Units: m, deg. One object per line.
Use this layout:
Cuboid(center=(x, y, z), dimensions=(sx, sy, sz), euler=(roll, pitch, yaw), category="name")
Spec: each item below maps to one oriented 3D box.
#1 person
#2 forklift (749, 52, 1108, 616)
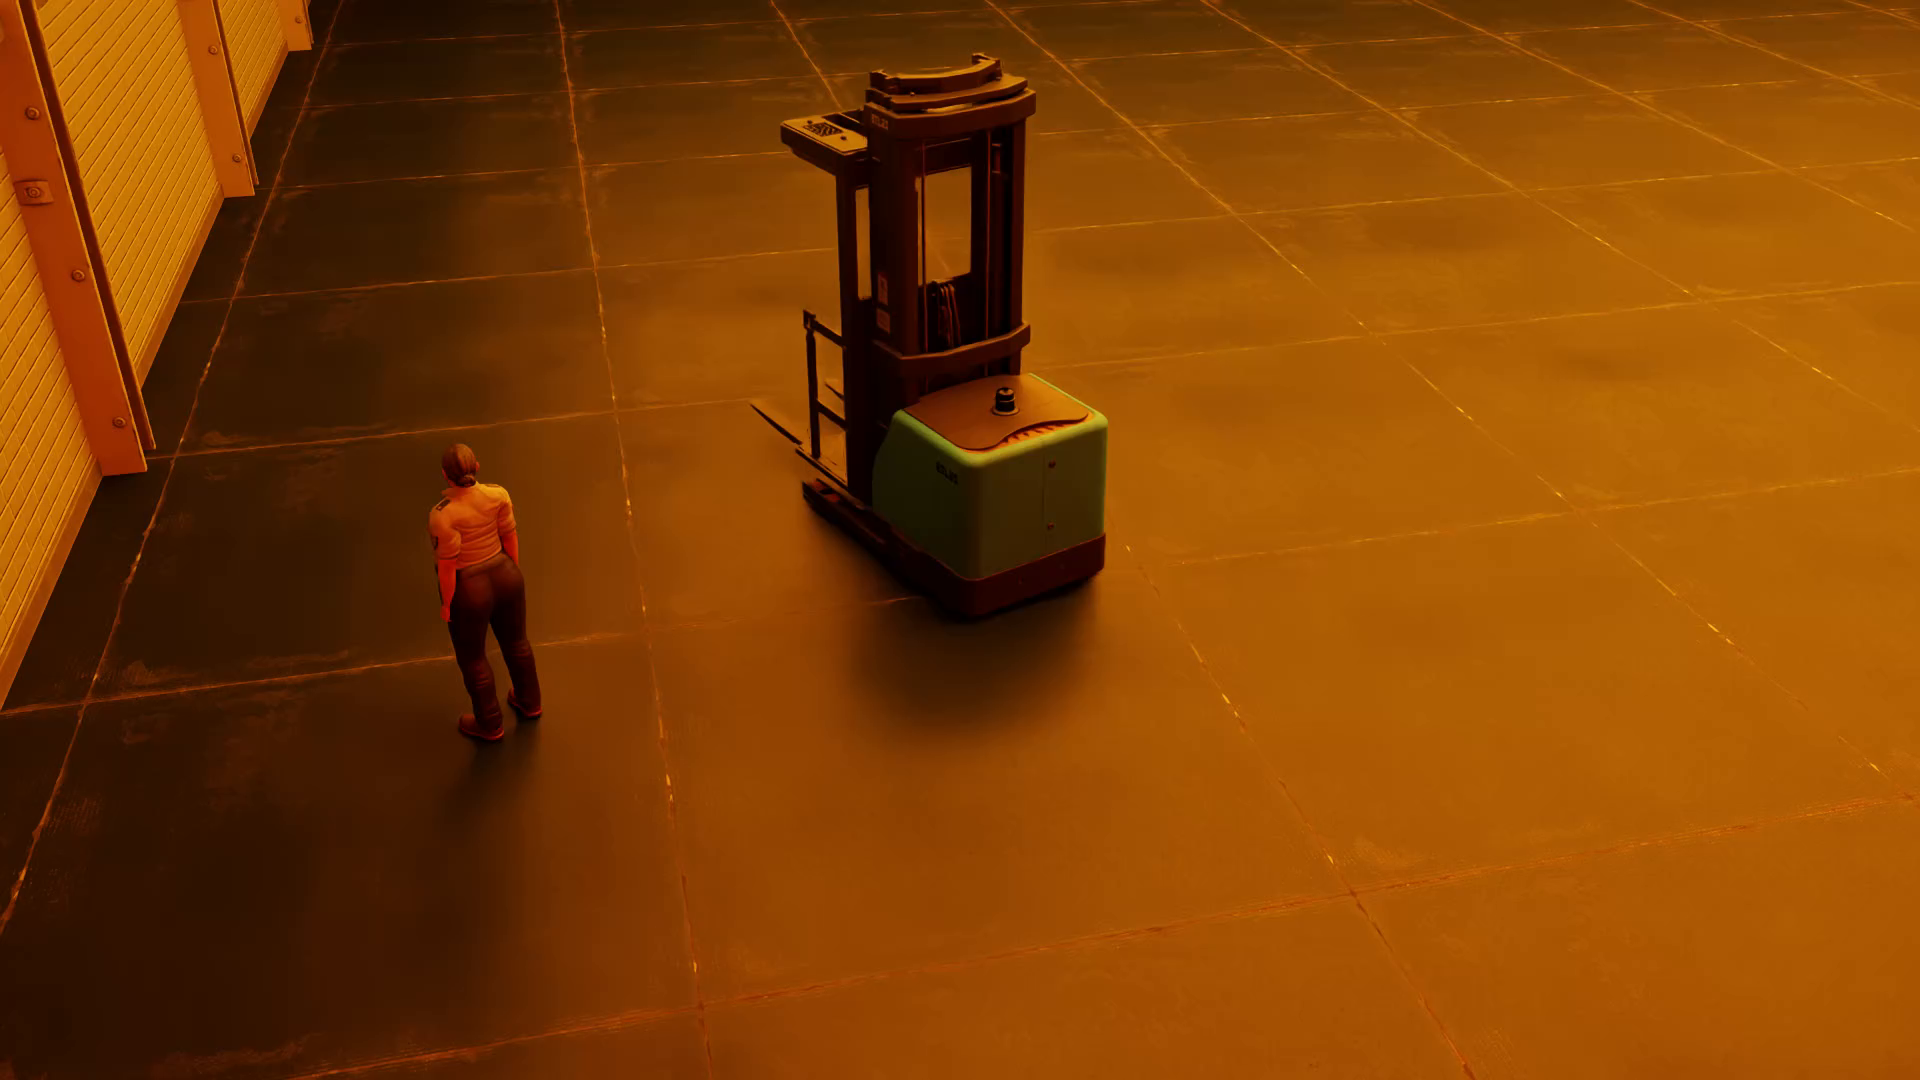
Cuboid(center=(-2.431, 0.249, 8.430), dimensions=(0.348, 1.653, 0.479), euler=(24, 38, 35), category="person")
Cuboid(center=(-0.368, -1.524, 10.207), dimensions=(1.130, 2.935, 3.031), euler=(-19, 35, -29), category="forklift")
